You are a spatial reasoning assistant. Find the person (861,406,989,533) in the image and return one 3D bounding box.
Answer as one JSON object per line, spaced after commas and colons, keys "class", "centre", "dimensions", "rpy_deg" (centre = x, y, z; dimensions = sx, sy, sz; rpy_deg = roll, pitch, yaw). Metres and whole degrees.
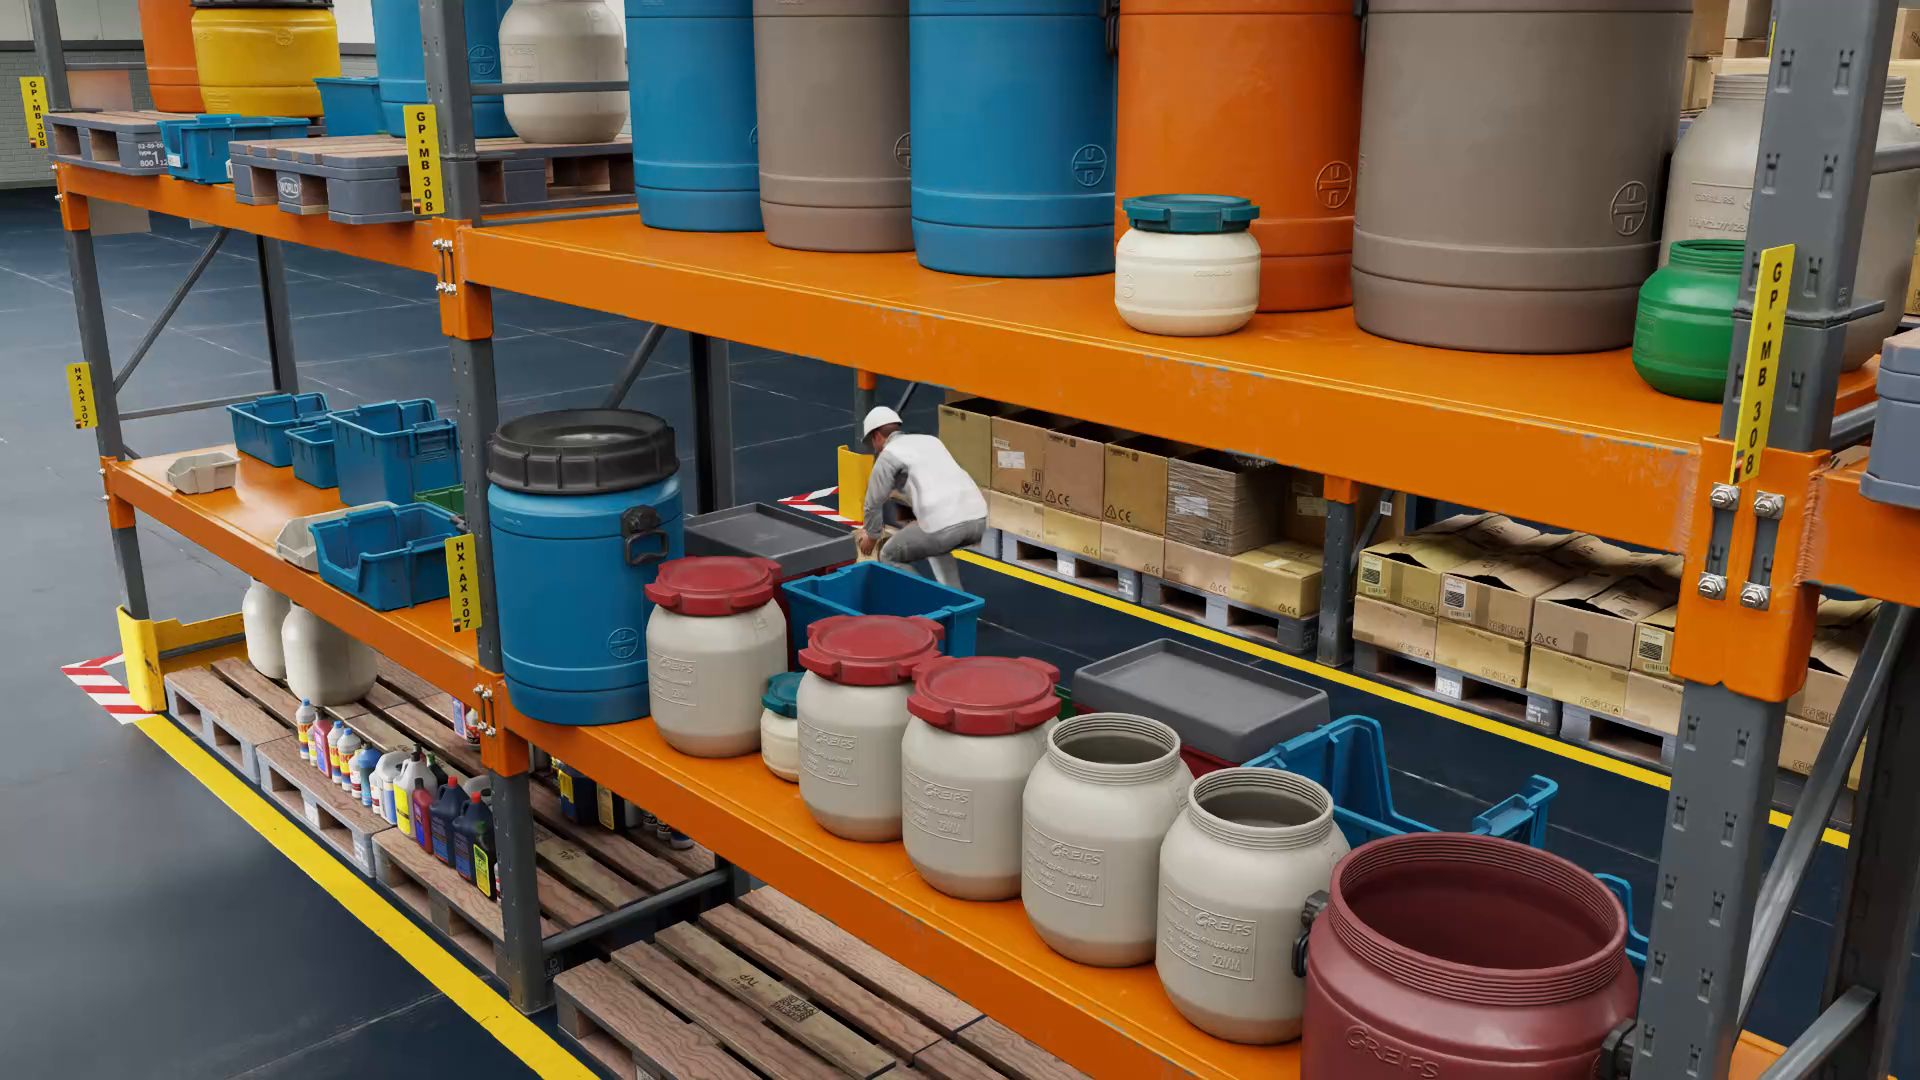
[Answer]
{"class": "person", "centre": [-0.227, -0.135, 9.832], "dimensions": [0.474, 1.249, 0.837], "rpy_deg": [-16, 23, -41]}
